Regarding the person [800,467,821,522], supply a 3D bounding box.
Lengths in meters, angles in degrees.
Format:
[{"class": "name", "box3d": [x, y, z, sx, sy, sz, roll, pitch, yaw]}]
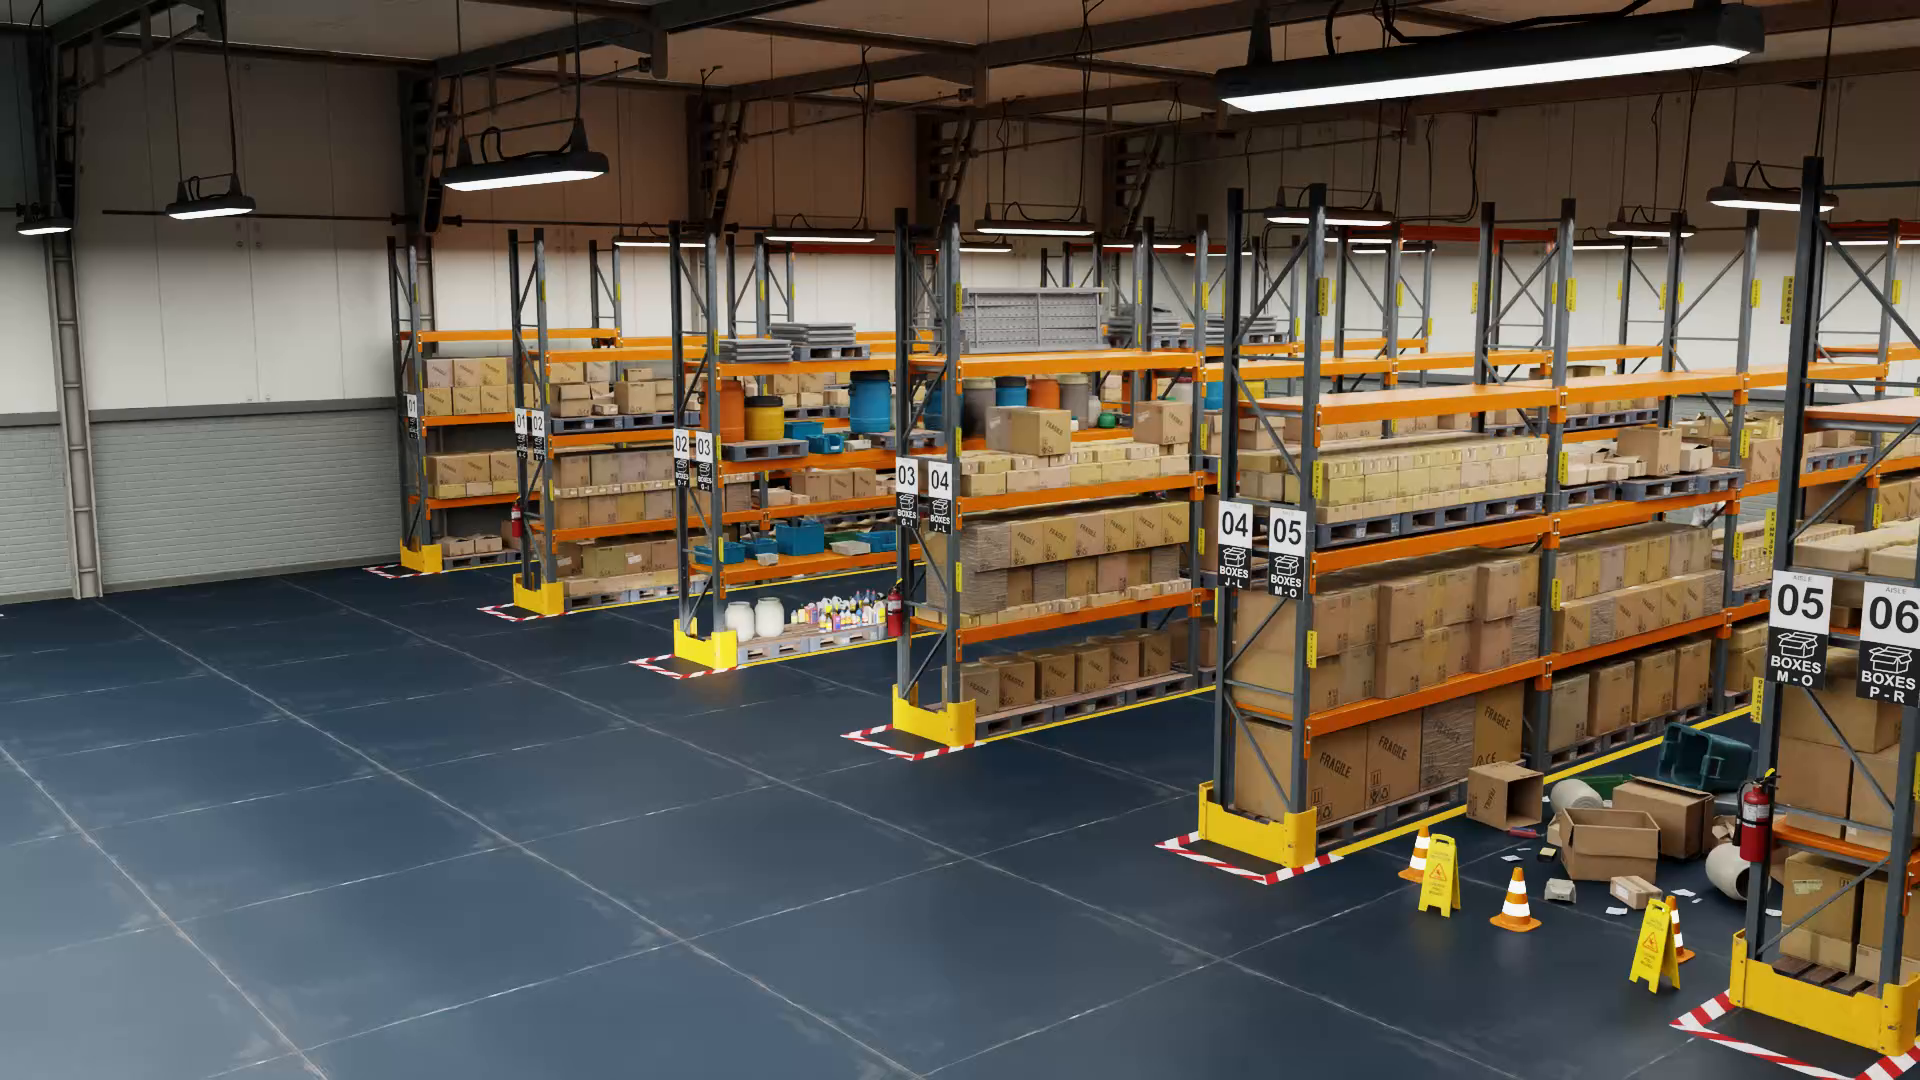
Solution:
[{"class": "person", "box3d": [-3.015, -0.834, 33.323, 0.777, 1.766, 0.639, -8, 12, -43]}]

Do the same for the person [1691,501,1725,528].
[{"class": "person", "box3d": [13.934, -0.385, 31.058, 0.699, 1.529, 1.077, 5, 10, 30]}]
